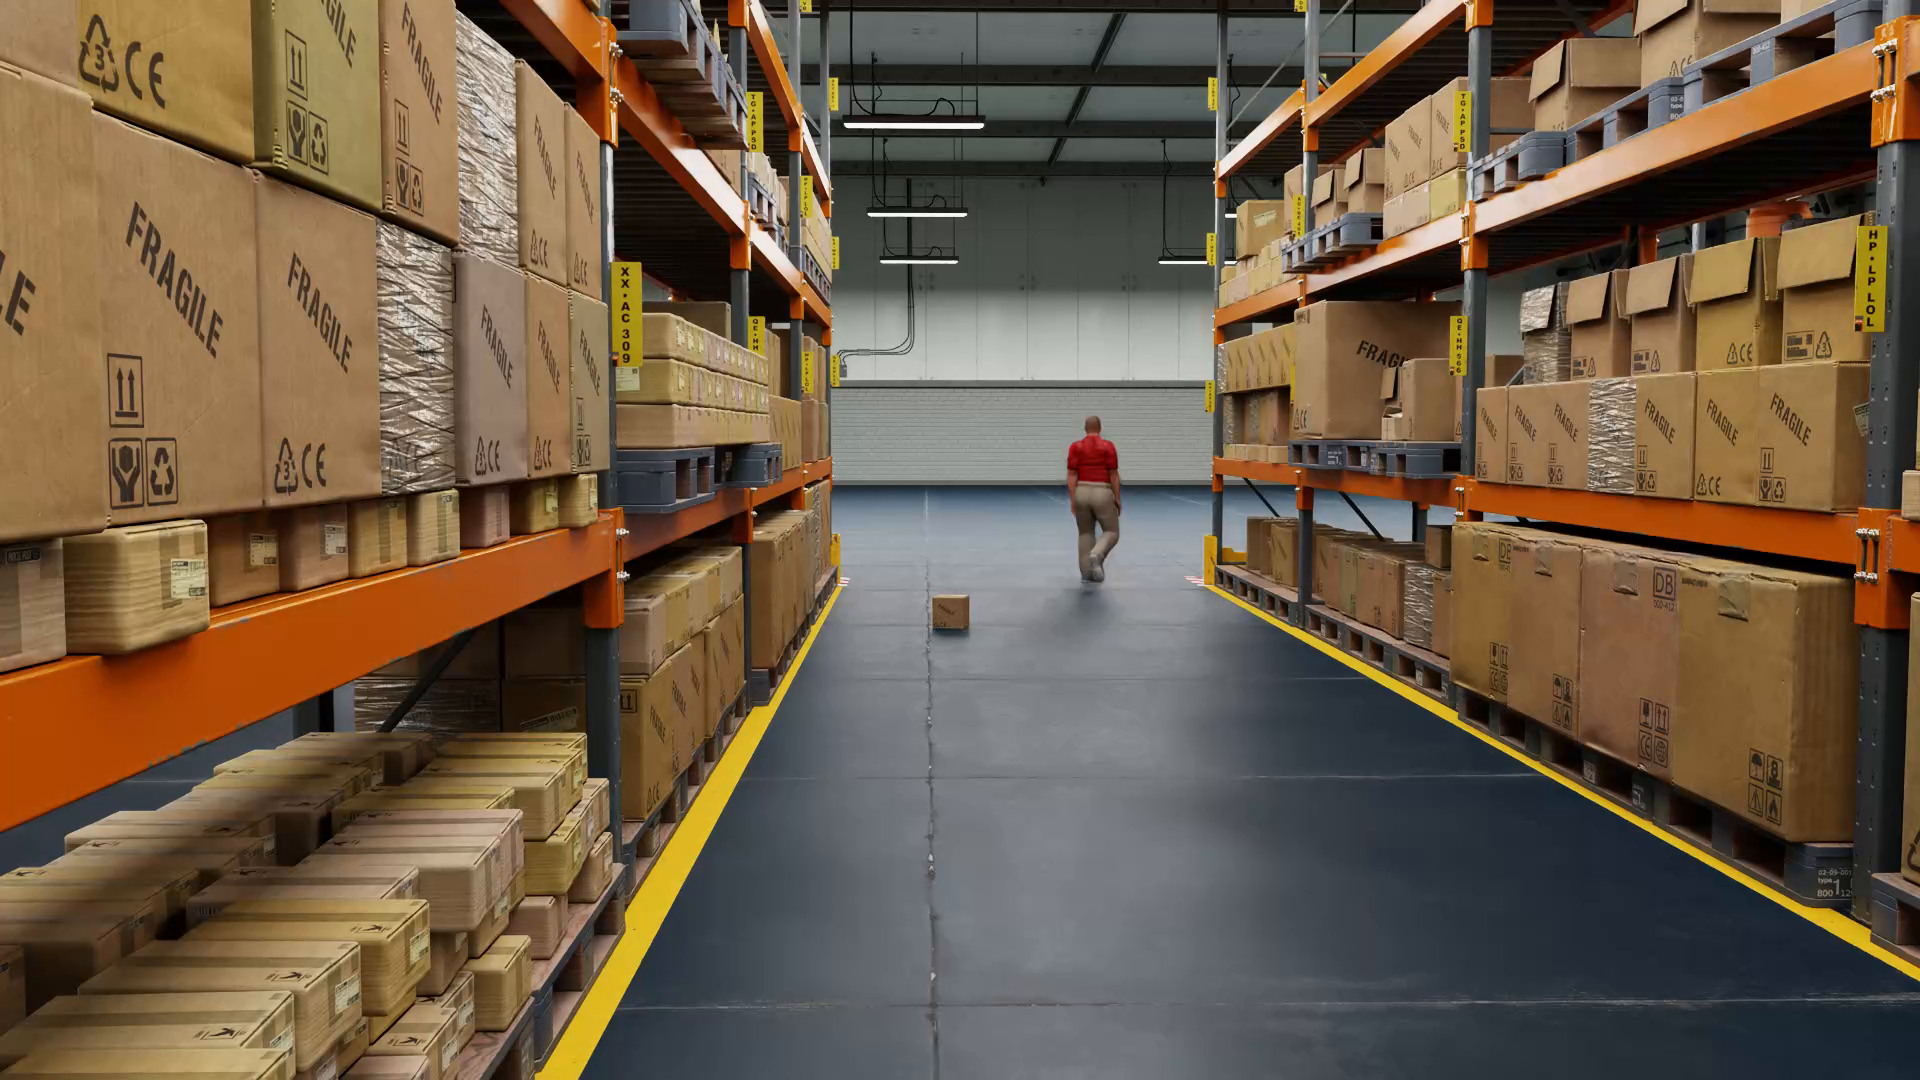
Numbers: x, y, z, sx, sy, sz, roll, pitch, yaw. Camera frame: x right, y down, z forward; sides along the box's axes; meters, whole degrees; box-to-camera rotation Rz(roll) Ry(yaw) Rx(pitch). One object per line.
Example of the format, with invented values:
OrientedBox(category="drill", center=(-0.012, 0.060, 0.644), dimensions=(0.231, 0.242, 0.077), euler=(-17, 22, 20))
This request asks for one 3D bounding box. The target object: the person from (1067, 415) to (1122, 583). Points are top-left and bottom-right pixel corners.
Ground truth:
OrientedBox(category="person", center=(1.361, -0.406, 16.856), dimensions=(0.552, 1.714, 0.605), euler=(1, 4, 20))
